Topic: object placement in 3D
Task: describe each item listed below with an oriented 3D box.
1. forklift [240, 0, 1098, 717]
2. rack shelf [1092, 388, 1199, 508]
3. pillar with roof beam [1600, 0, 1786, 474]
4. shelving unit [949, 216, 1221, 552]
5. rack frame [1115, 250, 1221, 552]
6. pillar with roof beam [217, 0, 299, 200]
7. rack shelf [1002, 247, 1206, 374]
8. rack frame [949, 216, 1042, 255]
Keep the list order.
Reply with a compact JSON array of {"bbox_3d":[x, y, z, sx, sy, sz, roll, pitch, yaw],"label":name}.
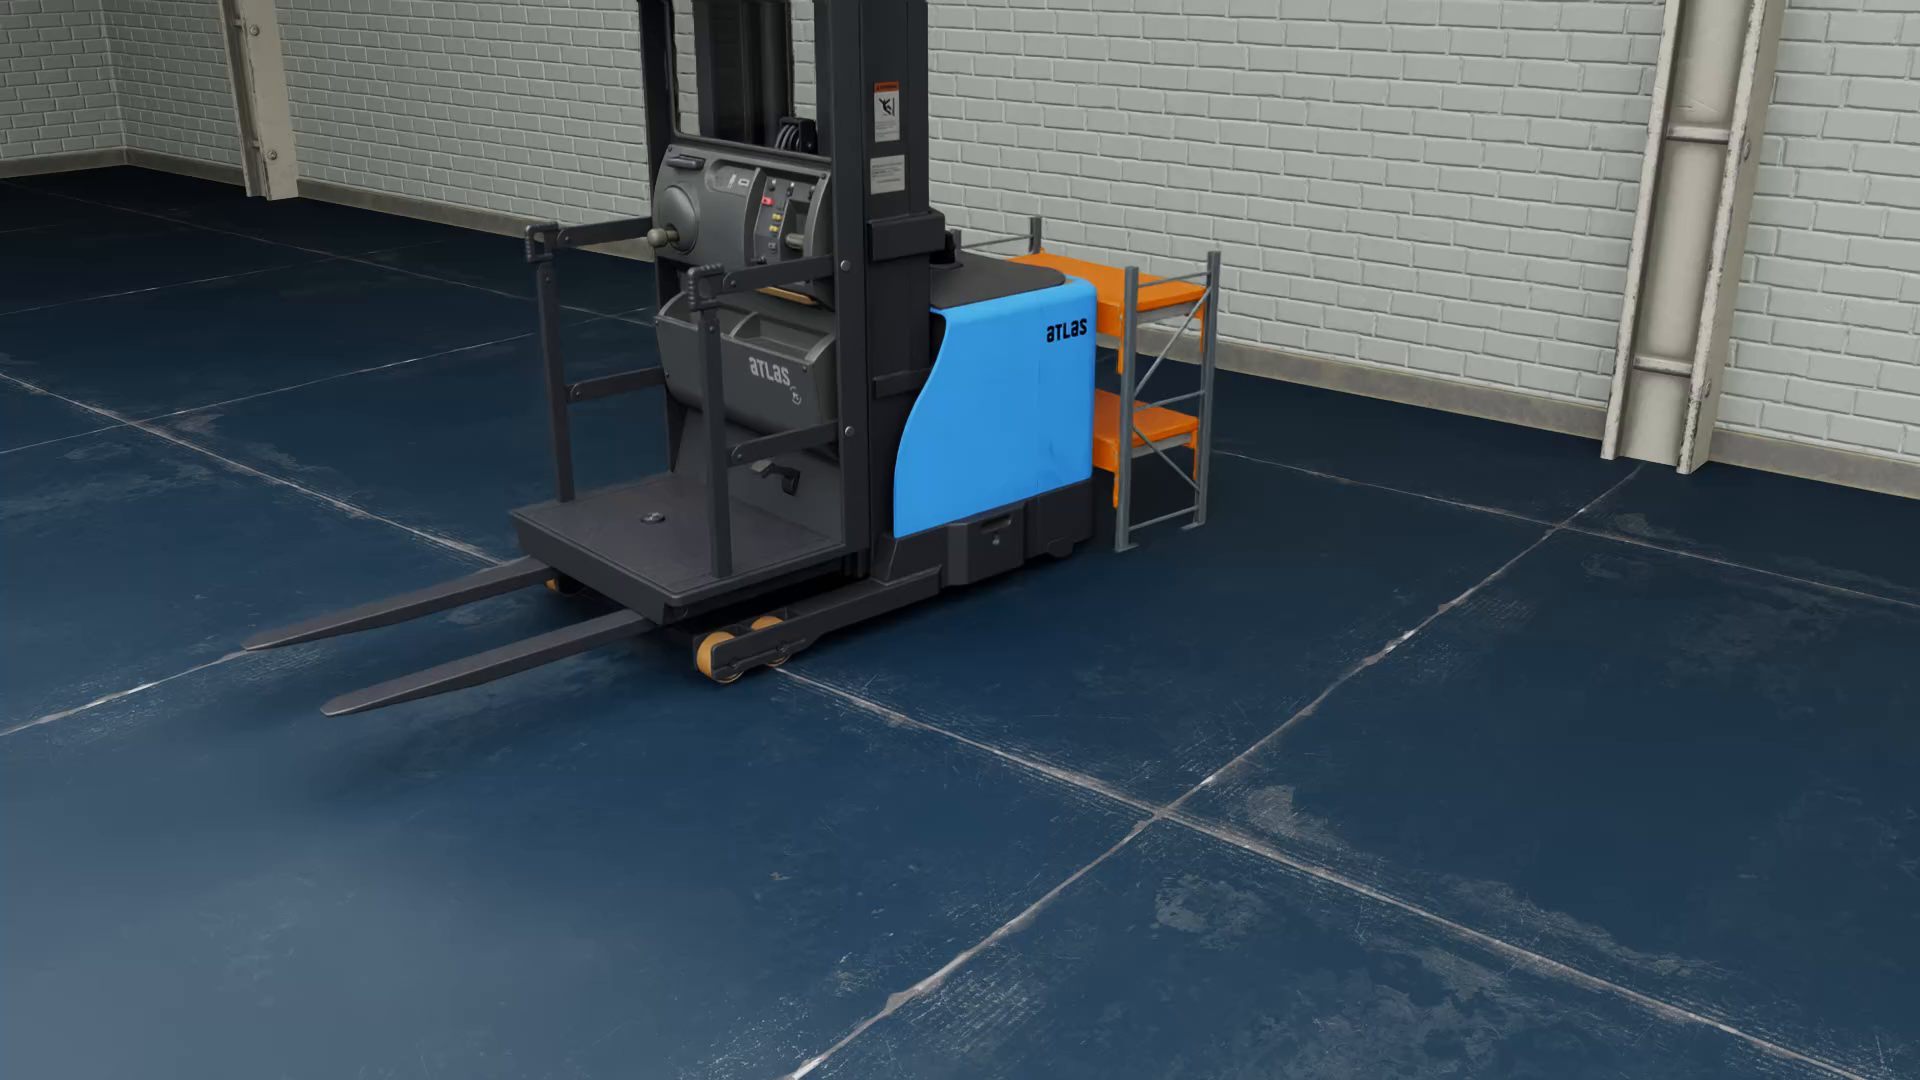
[{"bbox_3d":[-0.900,-1.111,5.460,3.031,2.935,1.130,-18,27,-39],"label":"forklift"},{"bbox_3d":[0.482,-0.447,6.953,0.538,0.278,1.000,-17,26,-37],"label":"rack shelf"},{"bbox_3d":[0.484,-3.413,2.964,0.400,9.000,9.100,16,26,36],"label":"pillar with roof beam"},{"bbox_3d":[0.482,-0.676,6.867,0.538,1.125,1.048,-17,26,-37],"label":"shelving unit"},{"bbox_3d":[0.811,-0.539,6.504,0.500,1.125,0.032,-17,26,-37],"label":"rack frame"},{"bbox_3d":[-8.813,-6.090,10.064,0.400,9.000,9.100,16,26,36],"label":"pillar with roof beam"},{"bbox_3d":[0.482,-0.950,6.764,0.538,0.278,1.000,-17,26,-37],"label":"rack shelf"},{"bbox_3d":[0.153,-0.813,7.229,0.500,1.125,0.032,-17,26,-37],"label":"rack frame"}]
